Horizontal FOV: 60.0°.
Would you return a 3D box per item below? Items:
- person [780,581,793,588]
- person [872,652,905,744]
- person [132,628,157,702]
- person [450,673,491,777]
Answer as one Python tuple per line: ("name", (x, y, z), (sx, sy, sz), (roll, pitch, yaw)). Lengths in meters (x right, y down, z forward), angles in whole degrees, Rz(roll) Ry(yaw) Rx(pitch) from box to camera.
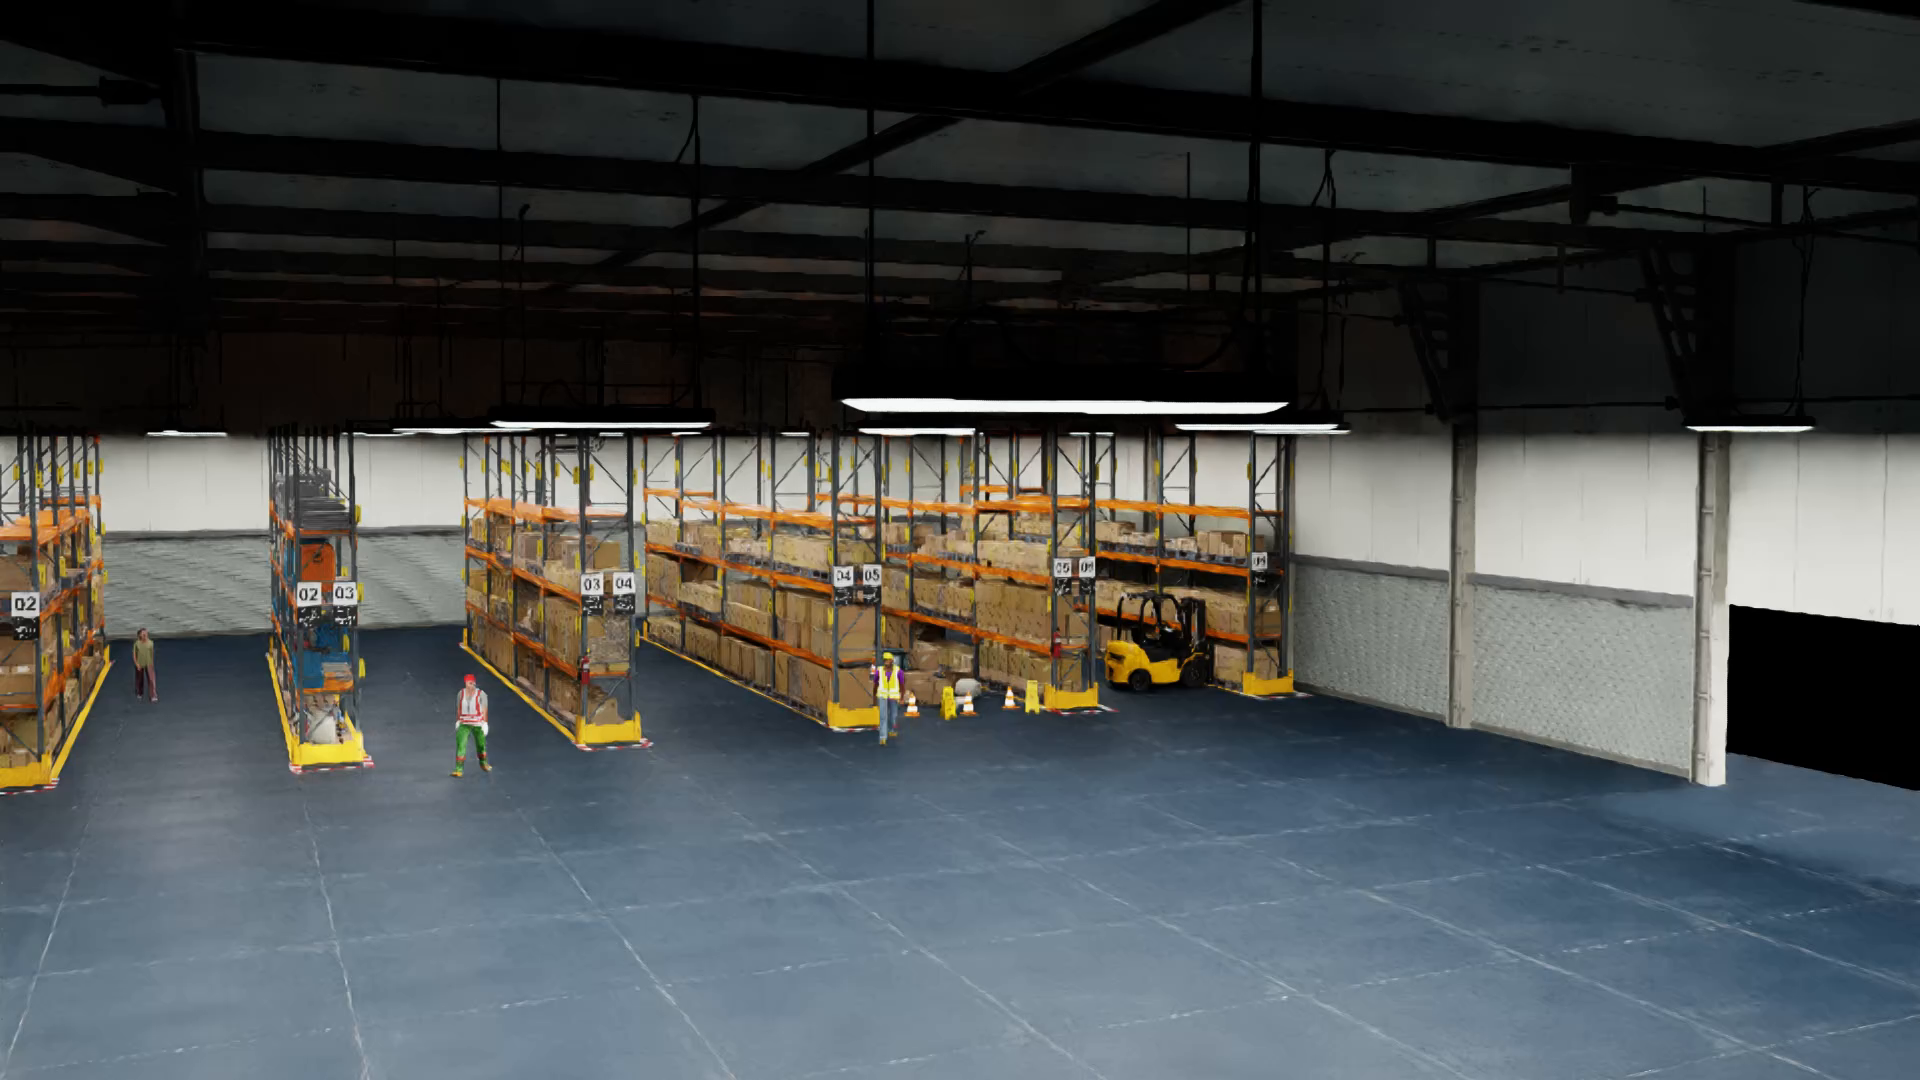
("person", (-5.624, 1.619, 54.342), (0.470, 1.586, 0.506), (1, 4, 14))
("person", (-1.342, 2.950, 31.310), (0.594, 1.728, 0.940), (-1, 4, -8))
("person", (-17.725, 2.700, 36.103), (0.446, 1.604, 1.018), (-2, 4, -32))
("person", (-8.317, 3.126, 28.262), (0.593, 1.744, 0.960), (0, 3, -1))
